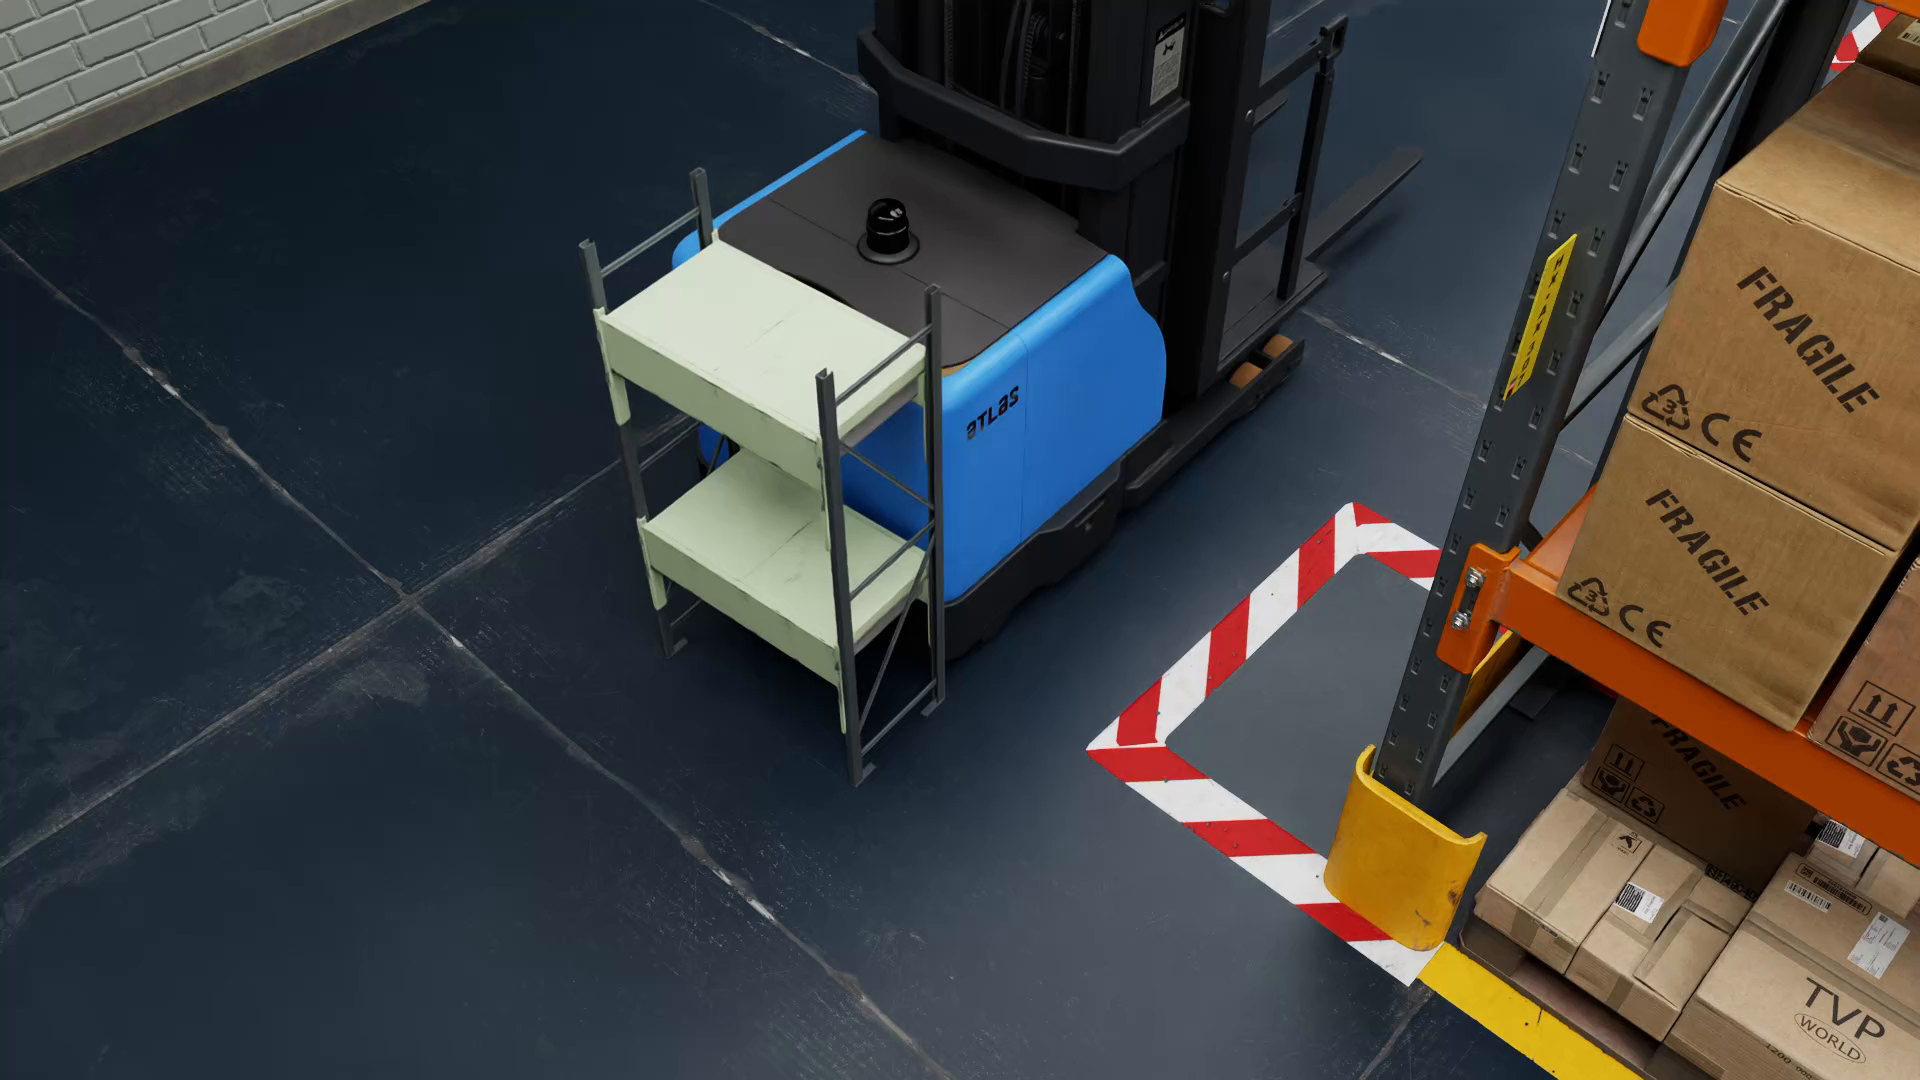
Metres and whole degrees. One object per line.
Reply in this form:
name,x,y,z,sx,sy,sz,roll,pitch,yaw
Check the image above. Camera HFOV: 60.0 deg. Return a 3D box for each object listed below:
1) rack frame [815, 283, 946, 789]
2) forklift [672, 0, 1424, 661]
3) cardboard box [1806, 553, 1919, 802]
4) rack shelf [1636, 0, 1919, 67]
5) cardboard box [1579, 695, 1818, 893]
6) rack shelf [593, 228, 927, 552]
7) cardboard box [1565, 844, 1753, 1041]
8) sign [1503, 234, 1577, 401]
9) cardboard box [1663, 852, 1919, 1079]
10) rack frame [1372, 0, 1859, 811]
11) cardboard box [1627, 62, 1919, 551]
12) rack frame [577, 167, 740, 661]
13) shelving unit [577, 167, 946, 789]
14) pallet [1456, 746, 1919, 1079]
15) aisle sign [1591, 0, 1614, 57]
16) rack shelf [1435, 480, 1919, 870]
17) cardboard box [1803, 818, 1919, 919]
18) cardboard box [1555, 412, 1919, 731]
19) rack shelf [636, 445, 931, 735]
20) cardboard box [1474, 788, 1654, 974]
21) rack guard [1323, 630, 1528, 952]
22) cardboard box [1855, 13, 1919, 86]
rack frame,-0.174,0.056,4.169,0.023,1.500,0.400,30,54,25
forklift,0.533,-1.655,4.794,1.130,2.935,3.031,32,55,26
cardboard box,1.932,0.191,2.945,0.500,0.500,0.500,33,55,27
rack shelf,2.872,-0.179,1.797,4.000,0.370,1.077,34,55,28
cardboard box,1.969,0.454,4.179,0.500,0.500,0.500,34,55,28
rack shelf,-0.462,-0.377,4.040,0.720,0.370,0.431,30,54,25
cardboard box,1.661,0.946,3.946,0.250,0.166,0.380,34,55,28
sign,1.034,-0.393,2.968,0.005,0.325,0.100,34,55,28
cardboard box,1.977,1.071,3.771,0.500,0.250,0.500,34,55,28
rack frame,1.402,-0.388,3.556,0.127,3.000,1.000,34,55,28
cardboard box,1.549,-0.404,2.817,0.500,0.500,0.500,36,56,29
rack frame,-0.749,-0.275,4.479,0.023,1.500,0.400,30,54,25
shelving unit,-0.462,-0.110,4.324,0.755,1.500,0.431,30,54,25
pallet,2.045,0.998,4.168,1.213,0.211,1.003,34,55,28
aisle sign,1.153,-1.154,2.493,0.004,0.787,0.394,34,55,28
rack shelf,2.872,0.847,2.890,4.000,0.370,1.077,34,55,28
cardboard box,2.205,0.817,4.067,0.250,0.166,0.380,34,55,28
cardboard box,1.549,-0.061,3.181,0.500,0.500,0.500,35,56,28
rack shelf,-0.462,0.113,4.562,0.720,0.370,0.431,30,54,25
cardboard box,1.477,0.829,4.068,0.250,0.149,0.380,34,55,28
rack guard,1.458,0.505,4.432,0.348,0.500,1.175,34,55,28
cardboard box,1.916,-0.691,3.087,0.500,0.500,0.500,33,55,27
